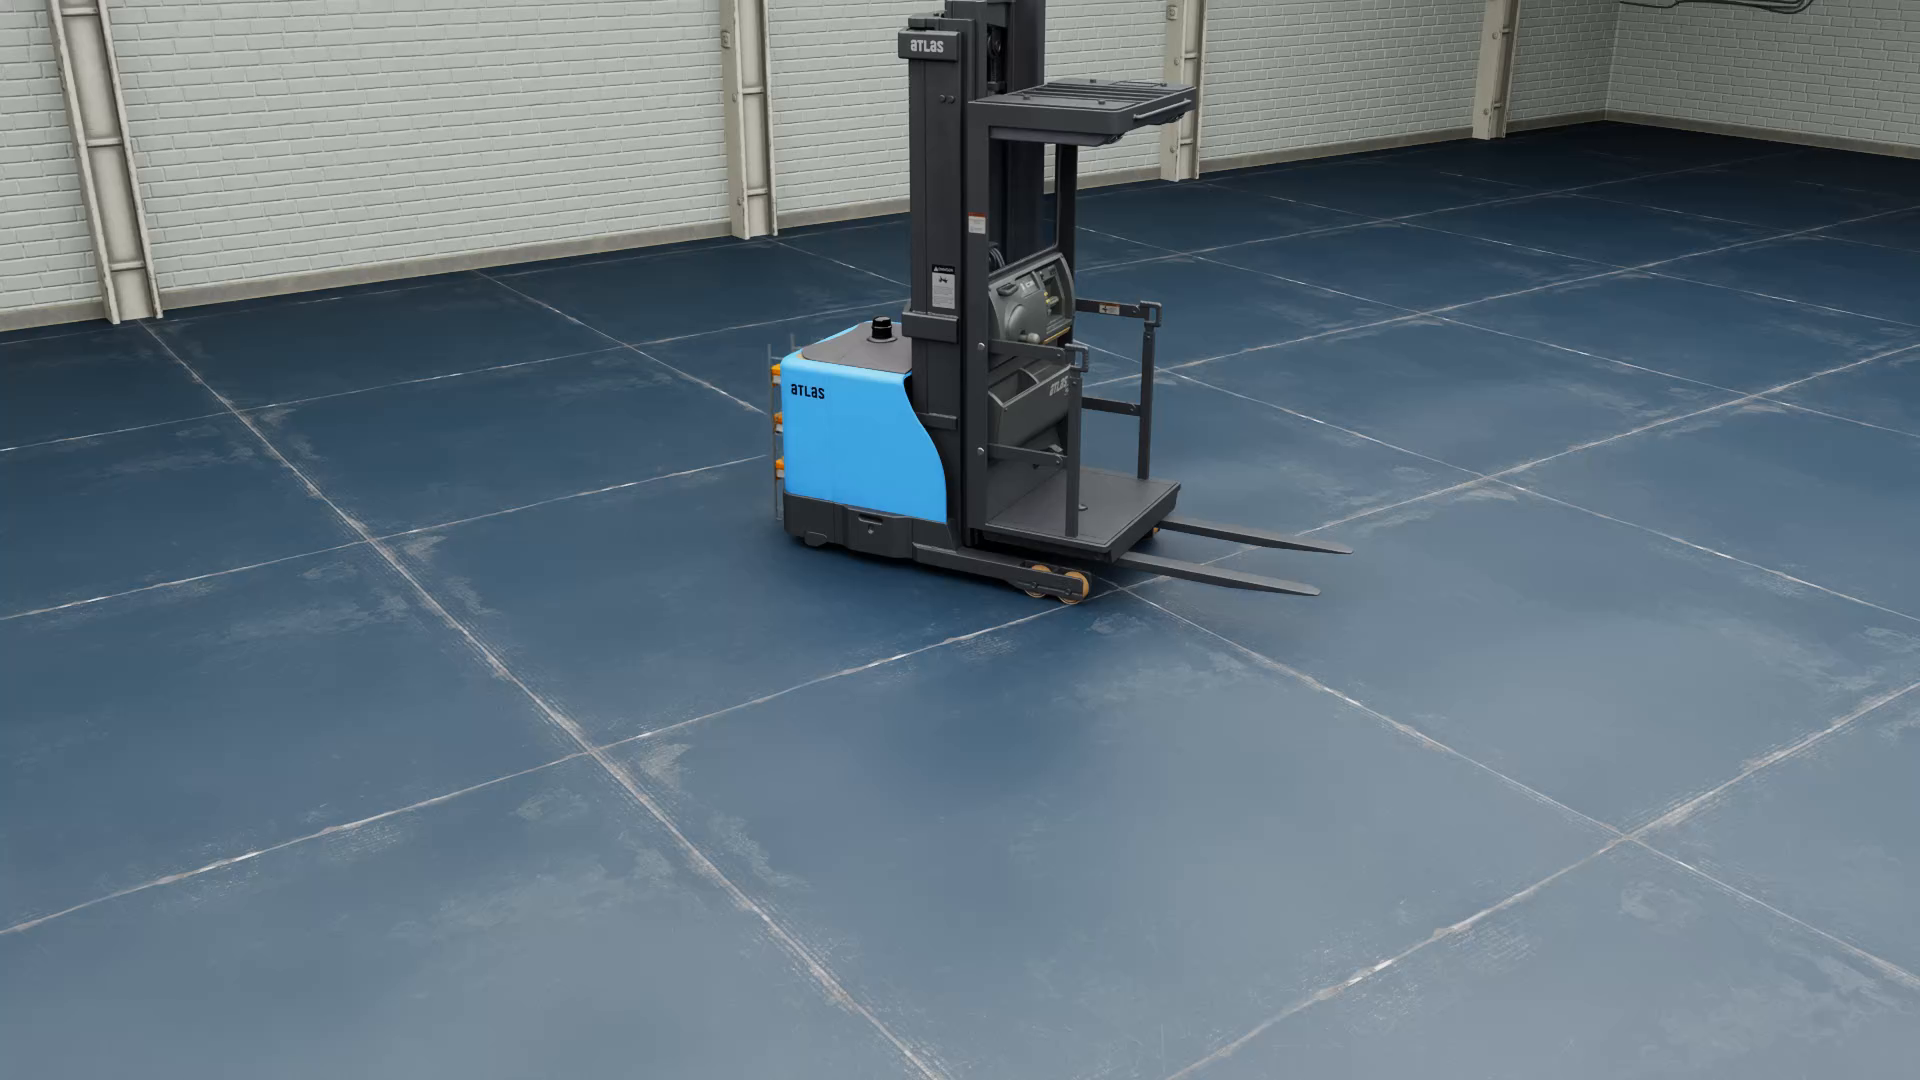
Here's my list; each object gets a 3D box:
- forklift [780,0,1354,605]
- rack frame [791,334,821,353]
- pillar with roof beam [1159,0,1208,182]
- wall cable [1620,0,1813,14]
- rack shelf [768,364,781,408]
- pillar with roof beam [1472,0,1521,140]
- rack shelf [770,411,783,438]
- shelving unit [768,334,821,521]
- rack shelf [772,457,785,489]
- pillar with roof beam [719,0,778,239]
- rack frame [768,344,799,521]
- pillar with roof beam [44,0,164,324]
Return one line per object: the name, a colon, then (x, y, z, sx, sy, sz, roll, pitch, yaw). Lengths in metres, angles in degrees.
forklift: (0.560, -1.254, 8.584, 3.031, 2.935, 1.130, 11, 24, 25)
rack frame: (-0.879, -0.673, 9.664, 0.200, 1.050, 0.008, 11, 24, 24)
pillar with roof beam: (5.233, -7.378, 15.744, 0.400, 9.000, 9.100, -15, 26, -33)
wall cable: (10.752, -8.770, 23.421, 0.112, 2.526, 3.097, -15, 26, -33)
rack shelf: (-0.932, -0.886, 9.461, 0.215, 0.259, 0.240, 11, 24, 24)
pillar with roof beam: (10.103, -8.677, 18.999, 0.400, 9.000, 9.100, -15, 26, -33)
rack shelf: (-0.934, -0.622, 9.567, 0.215, 0.259, 0.240, 11, 24, 24)
shelving unit: (-0.934, -0.632, 9.563, 0.215, 1.050, 0.252, 11, 24, 24)
rack shelf: (-0.935, -0.365, 9.670, 0.215, 0.259, 0.240, 11, 24, 24)
pillar with roof beam: (0.362, -6.079, 12.490, 0.400, 9.000, 9.100, -15, 26, -33)
rack frame: (-0.988, -0.592, 9.461, 0.200, 1.050, 0.008, 11, 24, 24)
pillar with roof beam: (-4.508, -4.781, 9.235, 0.400, 9.000, 9.100, -15, 26, -33)
